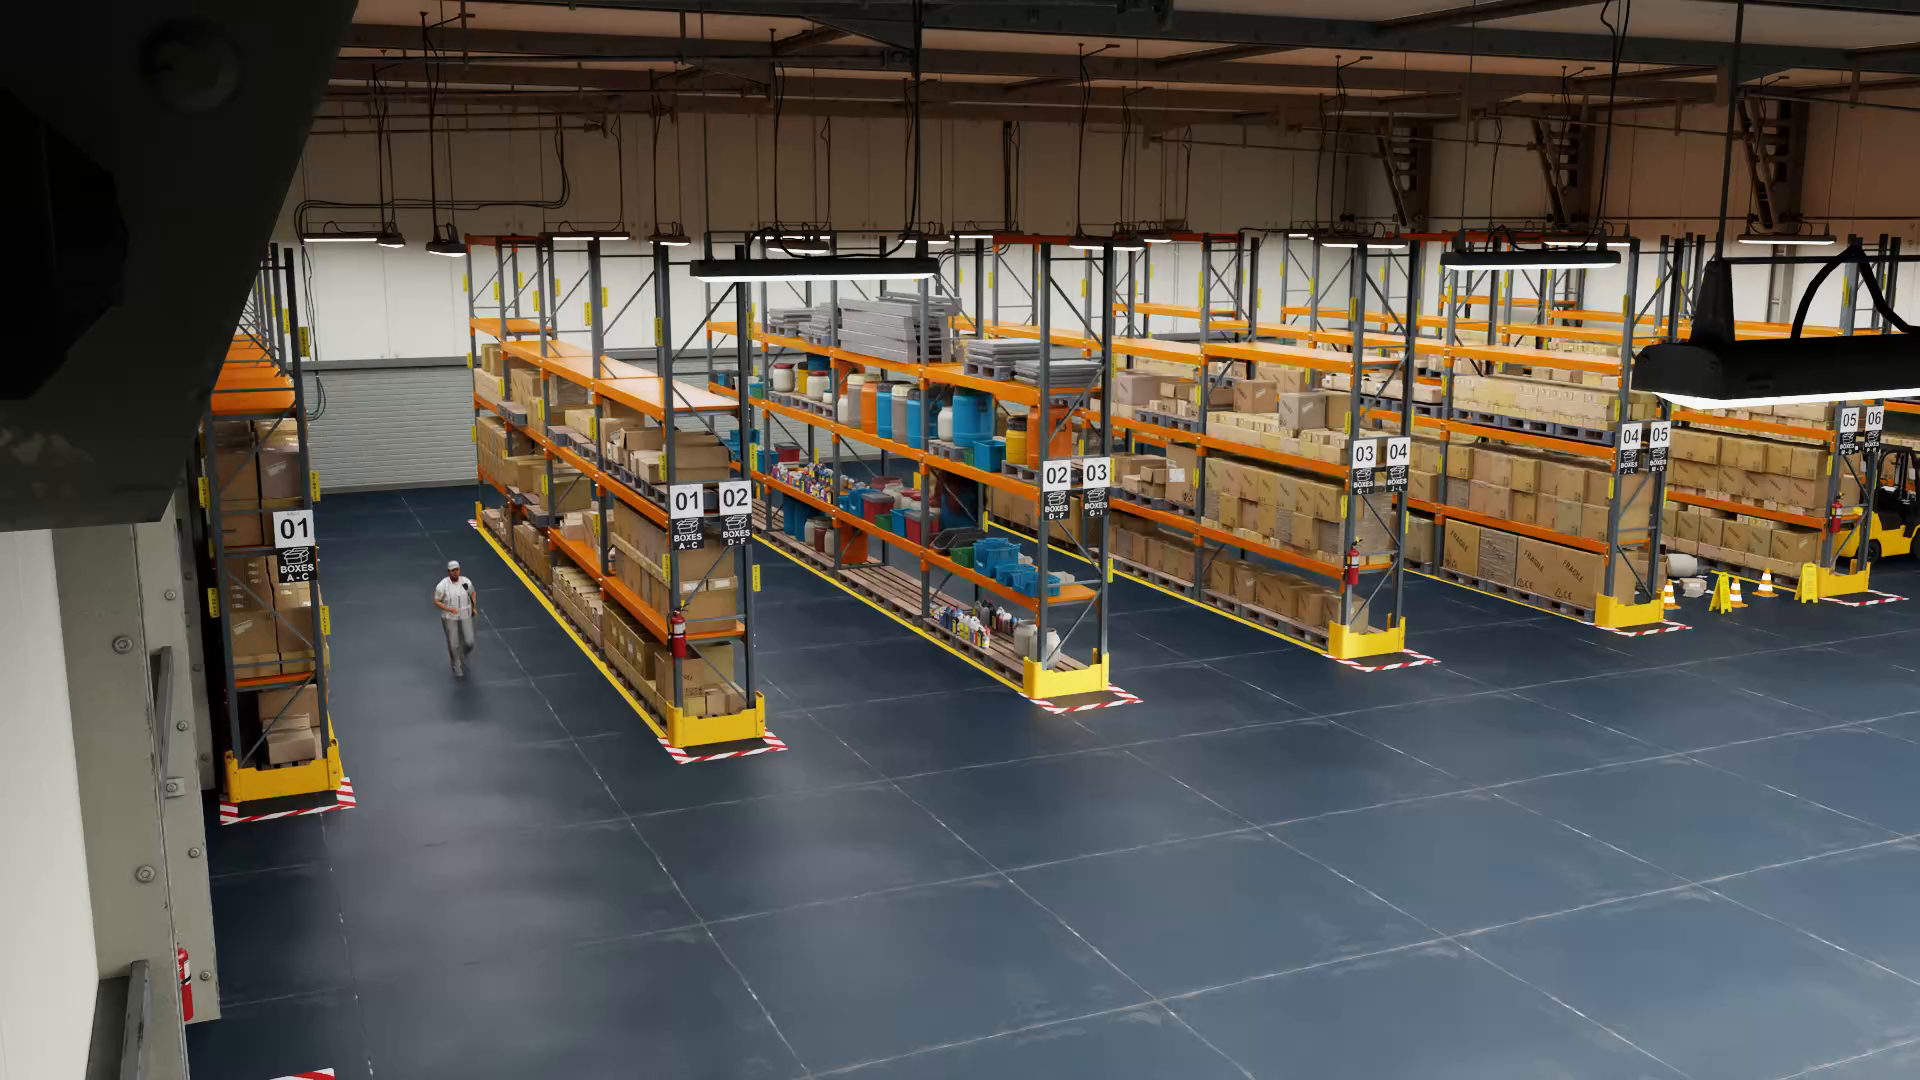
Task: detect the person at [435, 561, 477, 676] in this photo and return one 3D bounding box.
[{"bbox_3d":[-6.999,1.098,23.217,0.599,1.628,0.531,-6,12,-28],"label":"person"}]

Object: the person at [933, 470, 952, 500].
[{"bbox_3d":[-0.327,-0.520,31.463,0.599,1.700,0.820,-8,13,-34],"label":"person"}]
